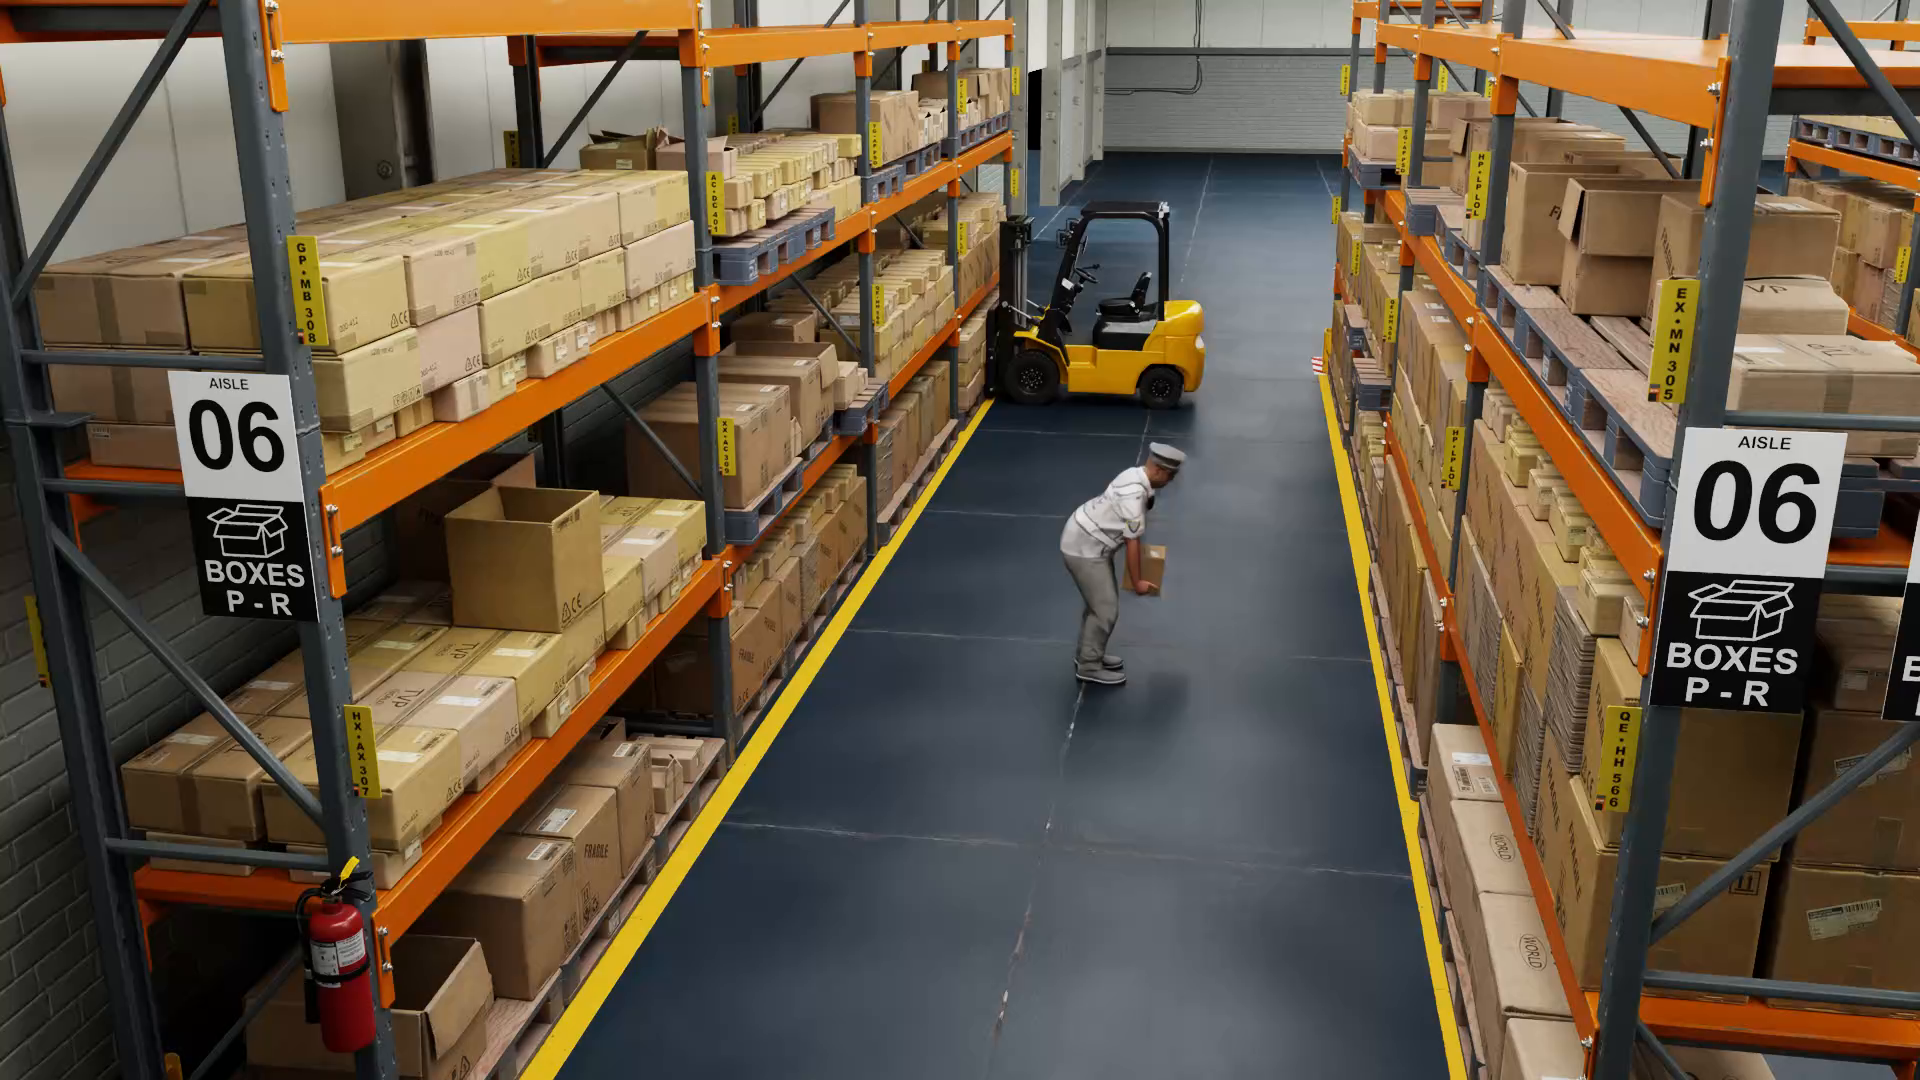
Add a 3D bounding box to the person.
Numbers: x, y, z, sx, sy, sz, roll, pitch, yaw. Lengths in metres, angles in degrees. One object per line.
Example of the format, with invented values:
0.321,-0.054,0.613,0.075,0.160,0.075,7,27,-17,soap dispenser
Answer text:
1.047,0.143,10.872,0.793,1.591,0.467,2,18,8,person
